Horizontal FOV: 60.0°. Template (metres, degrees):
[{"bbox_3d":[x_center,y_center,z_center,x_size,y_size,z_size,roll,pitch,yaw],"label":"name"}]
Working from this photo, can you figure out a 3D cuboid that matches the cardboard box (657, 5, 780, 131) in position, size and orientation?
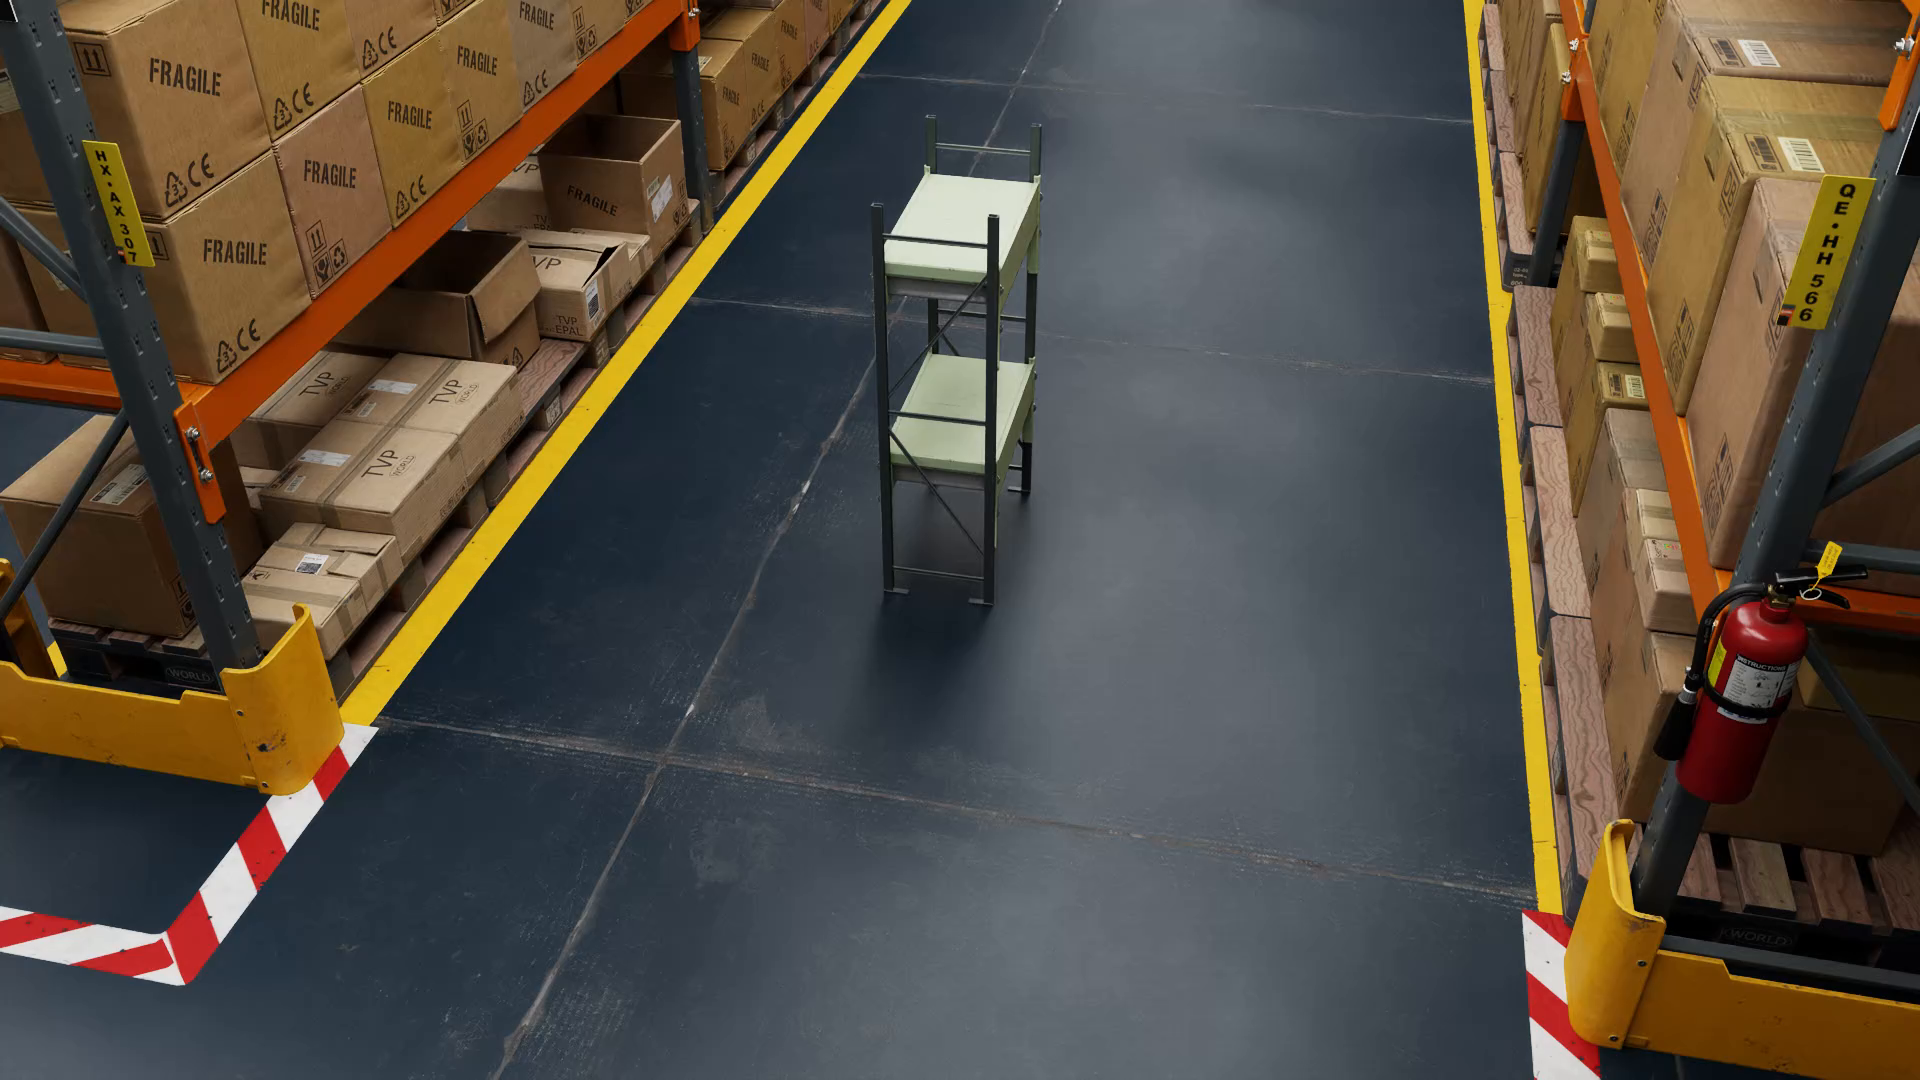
[{"bbox_3d":[-1.304,-2.555,8.975,0.500,0.500,0.500,8,37,11],"label":"cardboard box"}]

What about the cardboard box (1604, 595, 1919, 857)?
[{"bbox_3d":[2.289,0.505,4.769,0.700,0.500,0.500,7,37,10],"label":"cardboard box"}]

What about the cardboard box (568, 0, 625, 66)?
[{"bbox_3d":[-1.713,-2.261,6.729,0.500,0.500,0.500,8,37,11],"label":"cardboard box"}]

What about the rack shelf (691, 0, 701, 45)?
[{"bbox_3d":[-1.321,-3.690,9.399,1.077,0.370,4.000,7,37,10],"label":"rack shelf"}]

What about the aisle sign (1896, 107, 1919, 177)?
[{"bbox_3d":[1.929,-0.972,2.820,0.394,0.787,0.004,7,37,10],"label":"aisle sign"}]

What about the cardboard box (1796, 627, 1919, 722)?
[{"bbox_3d":[2.458,0.339,4.445,0.380,0.149,0.250,8,37,10],"label":"cardboard box"}]

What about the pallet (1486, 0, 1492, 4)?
[{"bbox_3d":[4.114,-3.828,11.352,1.003,0.211,1.213,7,37,10],"label":"pallet"}]

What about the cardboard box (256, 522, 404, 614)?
[{"bbox_3d":[-2.124,0.087,5.614,0.380,0.166,0.250,7,37,10],"label":"cardboard box"}]

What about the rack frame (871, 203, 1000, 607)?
[{"bbox_3d":[-0.077,-0.401,5.526,0.400,1.500,0.023,7,37,10],"label":"rack frame"}]

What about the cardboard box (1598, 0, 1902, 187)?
[{"bbox_3d":[2.799,-1.611,5.661,0.980,0.700,0.700,6,36,9],"label":"cardboard box"}]

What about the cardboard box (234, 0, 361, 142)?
[{"bbox_3d":[-2.146,-1.509,4.839,0.500,0.500,0.500,8,37,10],"label":"cardboard box"}]

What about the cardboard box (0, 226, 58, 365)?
[{"bbox_3d":[-2.773,-0.873,4.814,0.500,0.500,0.500,8,37,11],"label":"cardboard box"}]

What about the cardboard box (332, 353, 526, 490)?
[{"bbox_3d":[-1.996,-0.456,6.292,0.500,0.250,0.500,7,37,10],"label":"cardboard box"}]

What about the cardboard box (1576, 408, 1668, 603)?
[{"bbox_3d":[2.503,-0.070,5.563,0.700,0.500,0.500,6,36,8],"label":"cardboard box"}]

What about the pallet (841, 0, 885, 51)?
[{"bbox_3d":[-1.090,-3.576,11.004,1.003,0.211,1.213,7,37,10],"label":"pallet"}]

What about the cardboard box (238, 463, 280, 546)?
[{"bbox_3d":[-2.553,-0.136,5.922,0.380,0.166,0.250,7,37,10],"label":"cardboard box"}]

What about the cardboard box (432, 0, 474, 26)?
[{"bbox_3d":[-1.927,-2.087,5.636,0.500,0.500,0.500,7,37,10],"label":"cardboard box"}]

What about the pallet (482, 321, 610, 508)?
[{"bbox_3d":[-2.154,-0.611,6.913,1.003,0.211,1.213,7,37,10],"label":"pallet"}]

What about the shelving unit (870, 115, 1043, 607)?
[{"bbox_3d":[0.001,-0.611,5.815,0.431,1.500,0.755,7,37,10],"label":"shelving unit"}]

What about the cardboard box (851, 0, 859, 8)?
[{"bbox_3d":[-0.864,-3.729,10.594,0.500,0.500,0.500,9,37,12],"label":"cardboard box"}]

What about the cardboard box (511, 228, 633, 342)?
[{"bbox_3d":[-1.753,-1.132,7.173,0.500,0.311,0.500,7,37,10],"label":"cardboard box"}]

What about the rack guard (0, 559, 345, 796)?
[{"bbox_3d":[-2.587,0.427,5.235,1.175,0.500,0.348,7,37,10],"label":"rack guard"}]

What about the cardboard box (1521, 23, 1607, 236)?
[{"bbox_3d":[3.104,-1.905,7.796,0.750,0.750,0.750,8,37,11],"label":"cardboard box"}]

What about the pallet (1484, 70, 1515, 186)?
[{"bbox_3d":[3.441,-2.241,9.162,1.003,0.211,1.213,7,37,10],"label":"pallet"}]

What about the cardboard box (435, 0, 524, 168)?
[{"bbox_3d":[-1.927,-1.674,5.918,0.500,0.500,0.500,8,37,11],"label":"cardboard box"}]

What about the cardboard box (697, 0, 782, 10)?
[{"bbox_3d":[-1.193,-3.125,9.122,0.500,0.250,0.500,7,37,10],"label":"cardboard box"}]

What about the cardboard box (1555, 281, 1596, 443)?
[{"bbox_3d":[2.721,-0.671,6.392,0.700,0.500,0.500,7,37,9],"label":"cardboard box"}]

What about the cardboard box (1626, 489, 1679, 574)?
[{"bbox_3d":[2.192,-0.001,4.914,0.380,0.149,0.250,8,37,11],"label":"cardboard box"}]

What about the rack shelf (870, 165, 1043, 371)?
[{"bbox_3d":[0.001,-0.927,5.586,0.431,0.370,0.720,7,37,10],"label":"rack shelf"}]

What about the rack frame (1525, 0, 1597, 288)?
[{"bbox_3d":[3.092,-2.216,6.752,1.000,3.000,0.127,7,37,10],"label":"rack frame"}]

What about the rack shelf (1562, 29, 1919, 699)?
[{"bbox_3d":[2.665,-0.778,5.381,1.077,0.370,4.000,7,37,10],"label":"rack shelf"}]

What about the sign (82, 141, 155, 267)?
[{"bbox_3d":[-2.073,-0.825,4.094,0.100,0.325,0.005,7,37,10],"label":"sign"}]

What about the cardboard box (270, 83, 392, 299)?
[{"bbox_3d":[-2.145,-1.100,5.127,0.500,0.500,0.500,7,37,10],"label":"cardboard box"}]

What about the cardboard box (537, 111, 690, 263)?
[{"bbox_3d":[-1.593,-1.639,7.710,0.500,0.500,0.500,7,37,10],"label":"cardboard box"}]

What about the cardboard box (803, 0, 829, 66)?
[{"bbox_3d":[-1.081,-3.130,9.768,0.500,0.500,0.500,6,36,8],"label":"cardboard box"}]

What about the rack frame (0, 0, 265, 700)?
[{"bbox_3d":[-2.603,-0.542,4.442,1.000,3.000,0.127,7,37,10],"label":"rack frame"}]

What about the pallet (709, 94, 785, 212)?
[{"bbox_3d":[-1.612,-2.177,9.074,1.003,0.211,1.213,7,37,10],"label":"pallet"}]

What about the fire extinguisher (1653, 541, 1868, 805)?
[{"bbox_3d":[1.754,0.288,3.681,0.296,0.674,0.183,7,37,10],"label":"fire extinguisher"}]

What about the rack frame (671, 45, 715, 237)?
[{"bbox_3d":[-1.748,-2.835,7.606,1.000,3.000,0.127,7,37,10],"label":"rack frame"}]

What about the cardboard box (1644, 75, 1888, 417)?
[{"bbox_3d":[2.481,-0.757,4.483,0.980,0.700,0.700,7,37,10],"label":"cardboard box"}]

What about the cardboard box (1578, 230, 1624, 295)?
[{"bbox_3d":[2.580,-1.048,6.359,0.380,0.149,0.250,8,37,12],"label":"cardboard box"}]

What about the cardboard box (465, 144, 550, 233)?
[{"bbox_3d":[-2.049,-1.711,7.971,0.500,0.311,0.500,7,37,10],"label":"cardboard box"}]

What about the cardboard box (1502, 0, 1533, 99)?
[{"bbox_3d":[3.468,-2.903,9.173,0.750,0.750,0.750,7,37,10],"label":"cardboard box"}]

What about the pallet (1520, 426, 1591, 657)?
[{"bbox_3d":[2.594,0.040,6.014,1.003,0.211,1.213,7,37,10],"label":"pallet"}]
